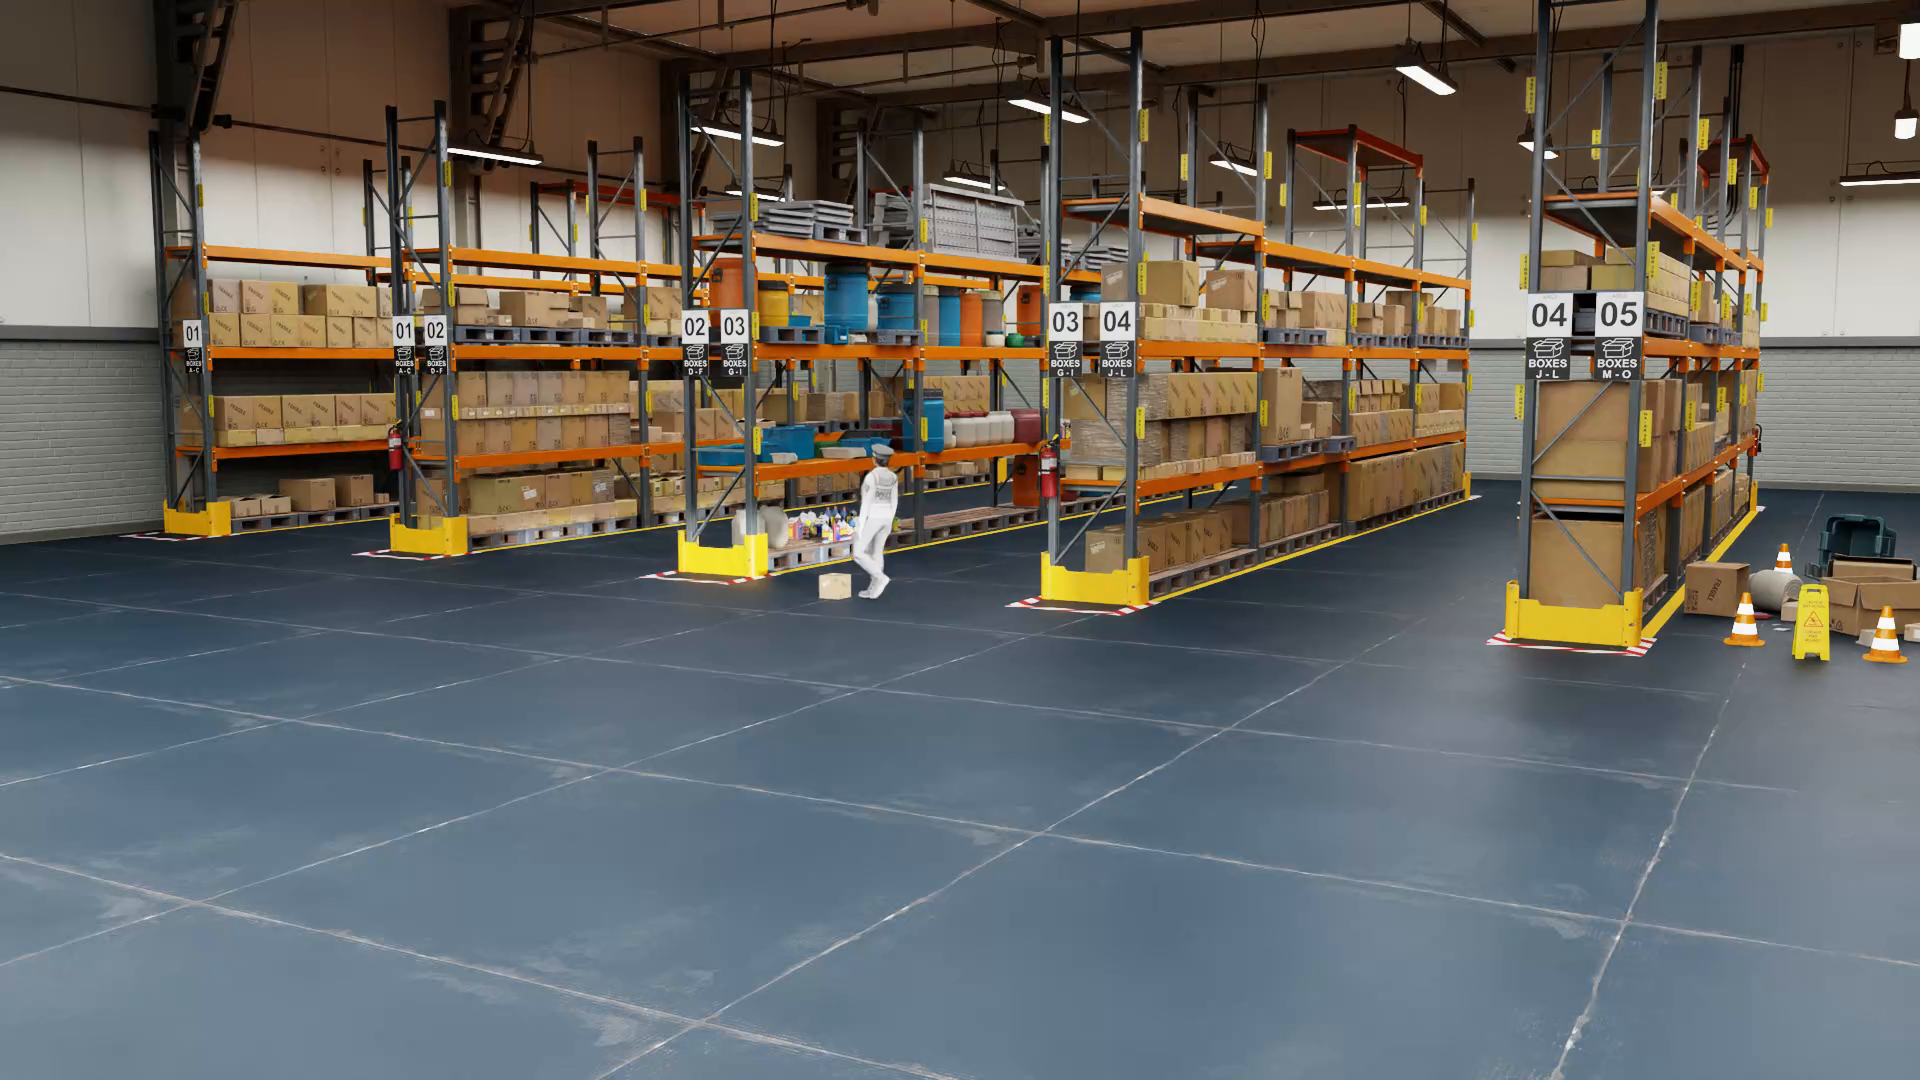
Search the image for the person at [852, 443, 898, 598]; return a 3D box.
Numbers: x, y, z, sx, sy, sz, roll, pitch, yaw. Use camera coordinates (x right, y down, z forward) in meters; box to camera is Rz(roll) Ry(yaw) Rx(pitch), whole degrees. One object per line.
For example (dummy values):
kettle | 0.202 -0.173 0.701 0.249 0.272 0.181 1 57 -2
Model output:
person | -0.915 -0.195 17.861 0.606 1.683 0.511 5 8 41
